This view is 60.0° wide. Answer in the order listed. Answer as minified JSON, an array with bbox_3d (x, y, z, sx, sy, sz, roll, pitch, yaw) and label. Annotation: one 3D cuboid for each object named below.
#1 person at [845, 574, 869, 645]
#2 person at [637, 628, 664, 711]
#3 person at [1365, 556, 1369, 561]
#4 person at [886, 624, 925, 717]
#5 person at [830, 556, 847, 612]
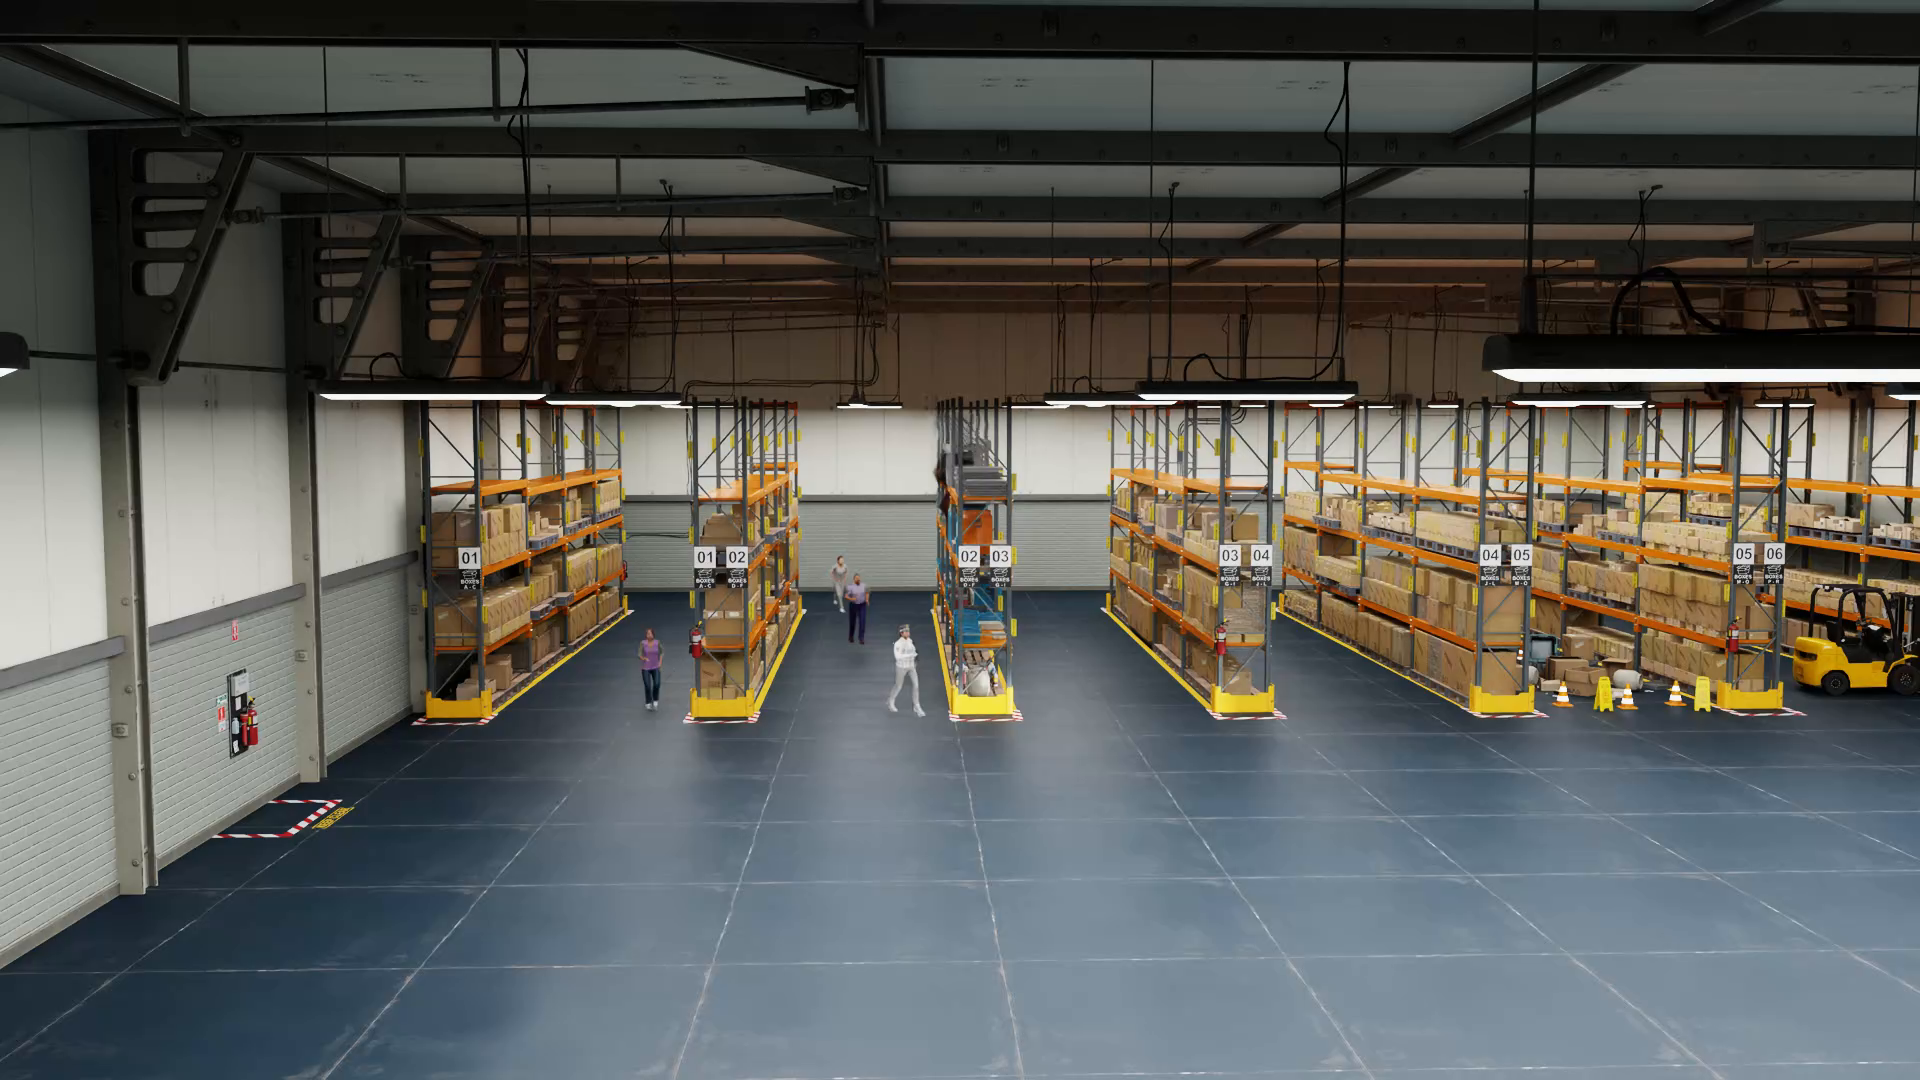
[{"bbox_3d":[-2.403,1.619,39.083,0.619,1.657,0.775,-1,5,-15],"label":"person"},{"bbox_3d":[-5.895,2.481,31.757,0.529,1.597,0.579,-1,5,-15],"label":"person"},{"bbox_3d":[11.377,1.314,46.424,0.625,1.700,0.810,0,4,-4],"label":"person"},{"bbox_3d":[-1.033,2.438,31.374,0.608,1.724,0.854,-4,6,-43],"label":"person"},{"bbox_3d":[-3.509,1.247,47.720,0.541,1.618,0.723,-2,5,-22],"label":"person"}]
